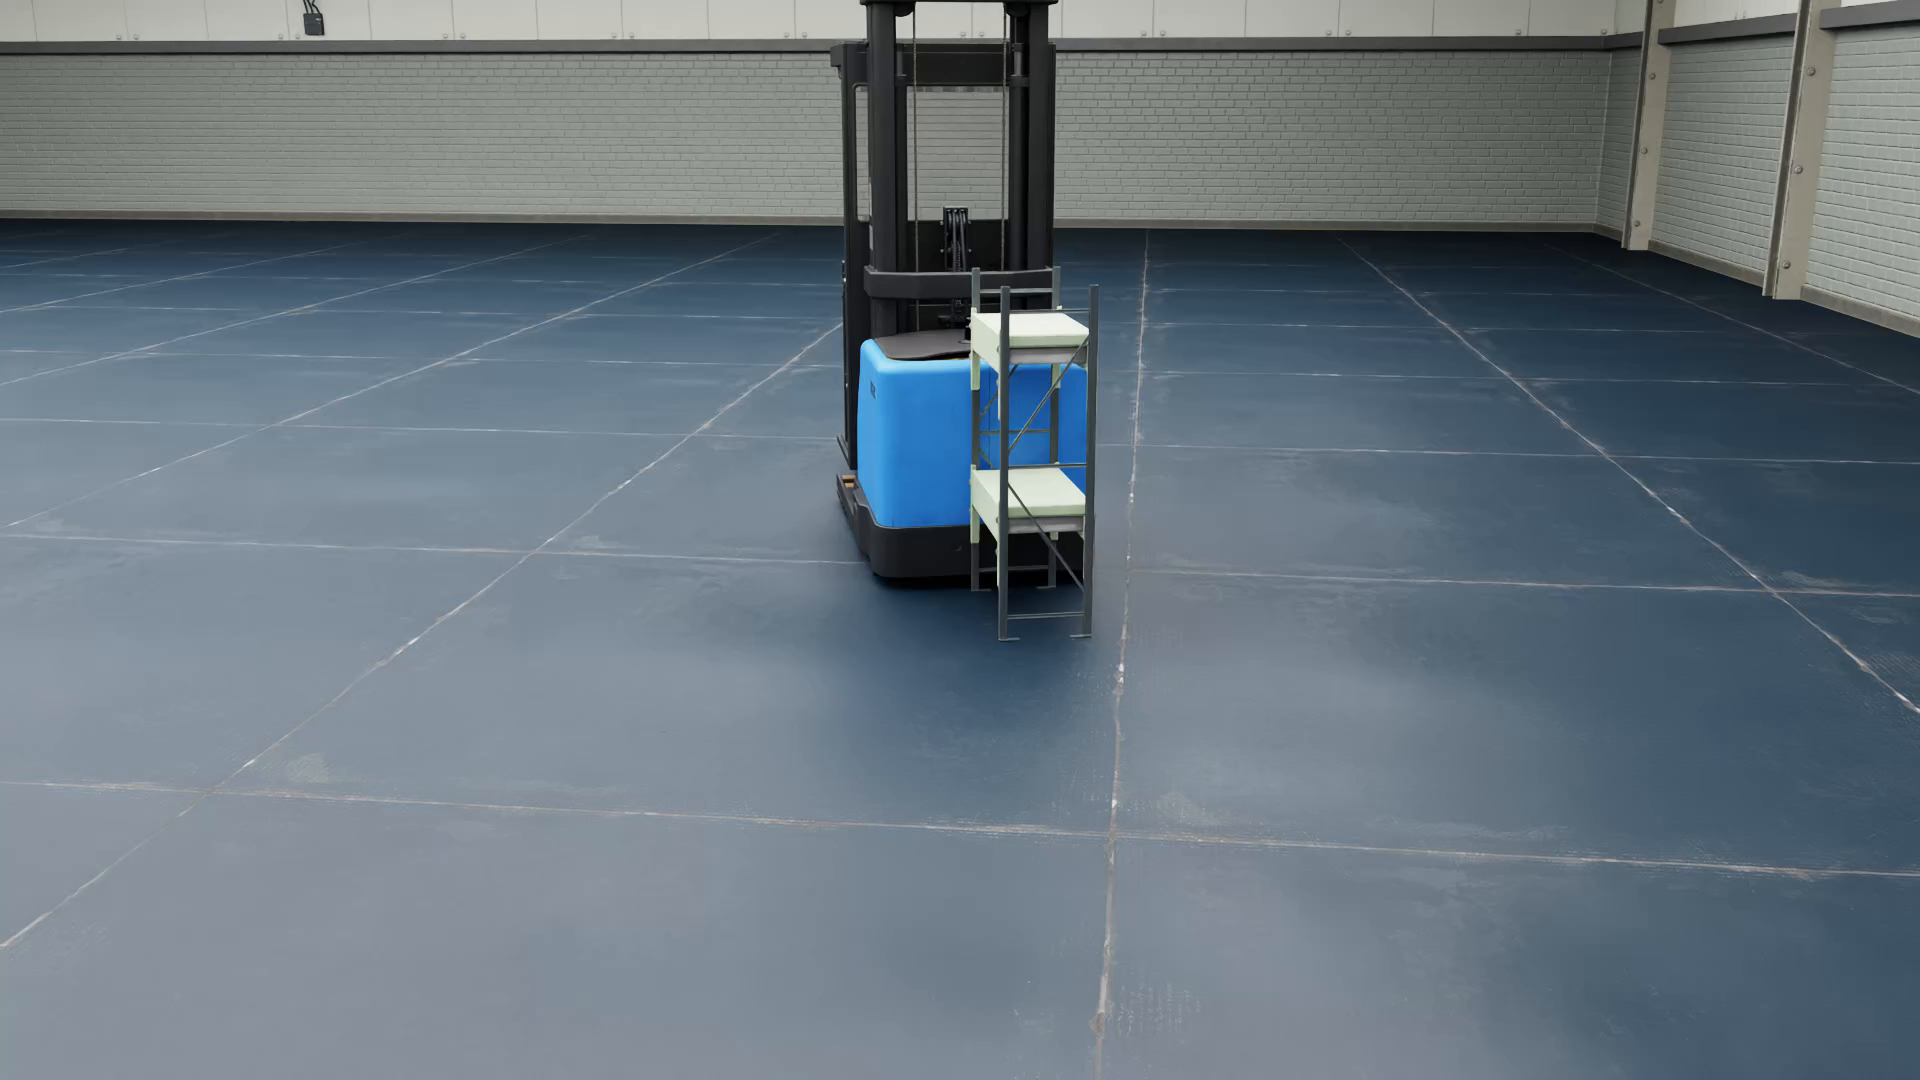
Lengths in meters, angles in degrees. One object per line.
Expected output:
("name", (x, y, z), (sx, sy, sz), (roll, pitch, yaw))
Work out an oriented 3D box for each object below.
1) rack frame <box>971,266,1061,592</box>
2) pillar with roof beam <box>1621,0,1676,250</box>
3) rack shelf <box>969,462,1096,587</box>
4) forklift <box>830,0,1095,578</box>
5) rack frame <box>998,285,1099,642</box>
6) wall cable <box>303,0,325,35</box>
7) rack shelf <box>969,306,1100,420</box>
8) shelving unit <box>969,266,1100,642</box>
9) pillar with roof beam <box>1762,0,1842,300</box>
("rack frame", (0.251, -0.491, 7.604), (0.400, 1.500, 0.023), (-2, 15, -8))
("pillar with roof beam", (5.709, -8.776, 23.876), (9.100, 9.000, 0.400), (2, 15, 6))
("rack shelf", (0.307, -0.082, 7.340), (0.431, 0.370, 0.720), (-2, 15, -8))
("forklift", (-0.096, -1.576, 8.877), (1.130, 2.935, 3.031), (-2, 15, -9))
("rack frame", (0.363, -0.302, 6.906), (0.400, 1.500, 0.023), (-2, 15, -8))
("wall cable", (-10.235, -11.660, 28.027), (2.305, 6.003, 0.169), (2, 15, 6))
("rack shelf", (0.307, -0.773, 7.153), (0.431, 0.370, 0.720), (-2, 15, -8))
("shelving unit", (0.307, -0.396, 7.255), (0.431, 1.500, 0.755), (-2, 15, -8))
("pillar with roof beam", (5.032, -7.219, 18.121), (9.100, 9.000, 0.400), (2, 15, 6))
